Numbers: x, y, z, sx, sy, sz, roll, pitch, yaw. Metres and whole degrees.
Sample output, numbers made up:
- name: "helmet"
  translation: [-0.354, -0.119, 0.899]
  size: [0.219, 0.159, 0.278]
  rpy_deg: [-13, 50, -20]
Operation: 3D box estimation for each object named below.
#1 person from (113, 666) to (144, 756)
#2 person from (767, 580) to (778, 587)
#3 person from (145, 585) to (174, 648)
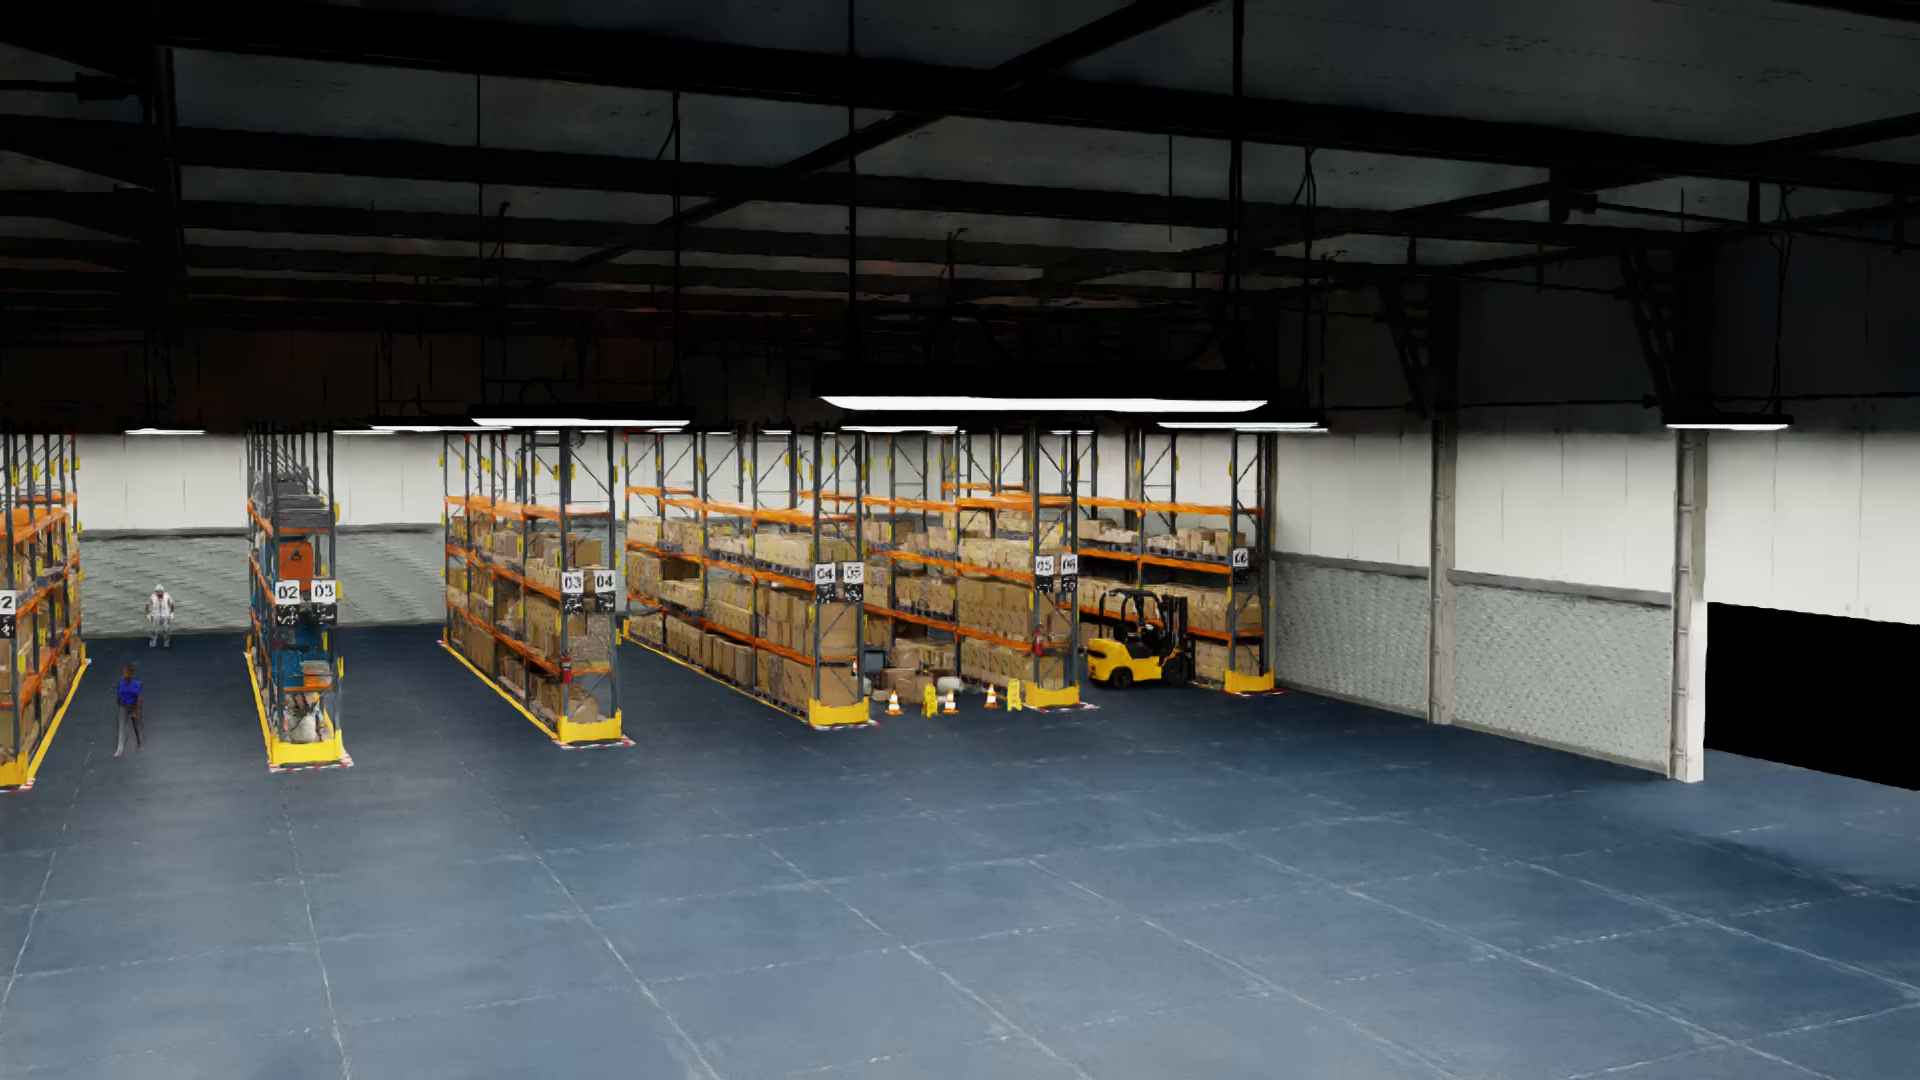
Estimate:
- name: "person"
  translation: [-14.919, 3.043, 29.890]
  size: [0.443, 1.586, 1.002]
  rpy_deg: [-1, 4, -15]
- name: "person"
  translation: [-5.477, 1.817, 48.278]
  size: [0.489, 1.767, 0.658]
  rpy_deg: [-2, 4, -32]
- name: "person"
  translation: [-21.591, 2.059, 44.885]
  size: [0.702, 1.735, 0.549]
  rpy_deg: [-2, 4, -26]
